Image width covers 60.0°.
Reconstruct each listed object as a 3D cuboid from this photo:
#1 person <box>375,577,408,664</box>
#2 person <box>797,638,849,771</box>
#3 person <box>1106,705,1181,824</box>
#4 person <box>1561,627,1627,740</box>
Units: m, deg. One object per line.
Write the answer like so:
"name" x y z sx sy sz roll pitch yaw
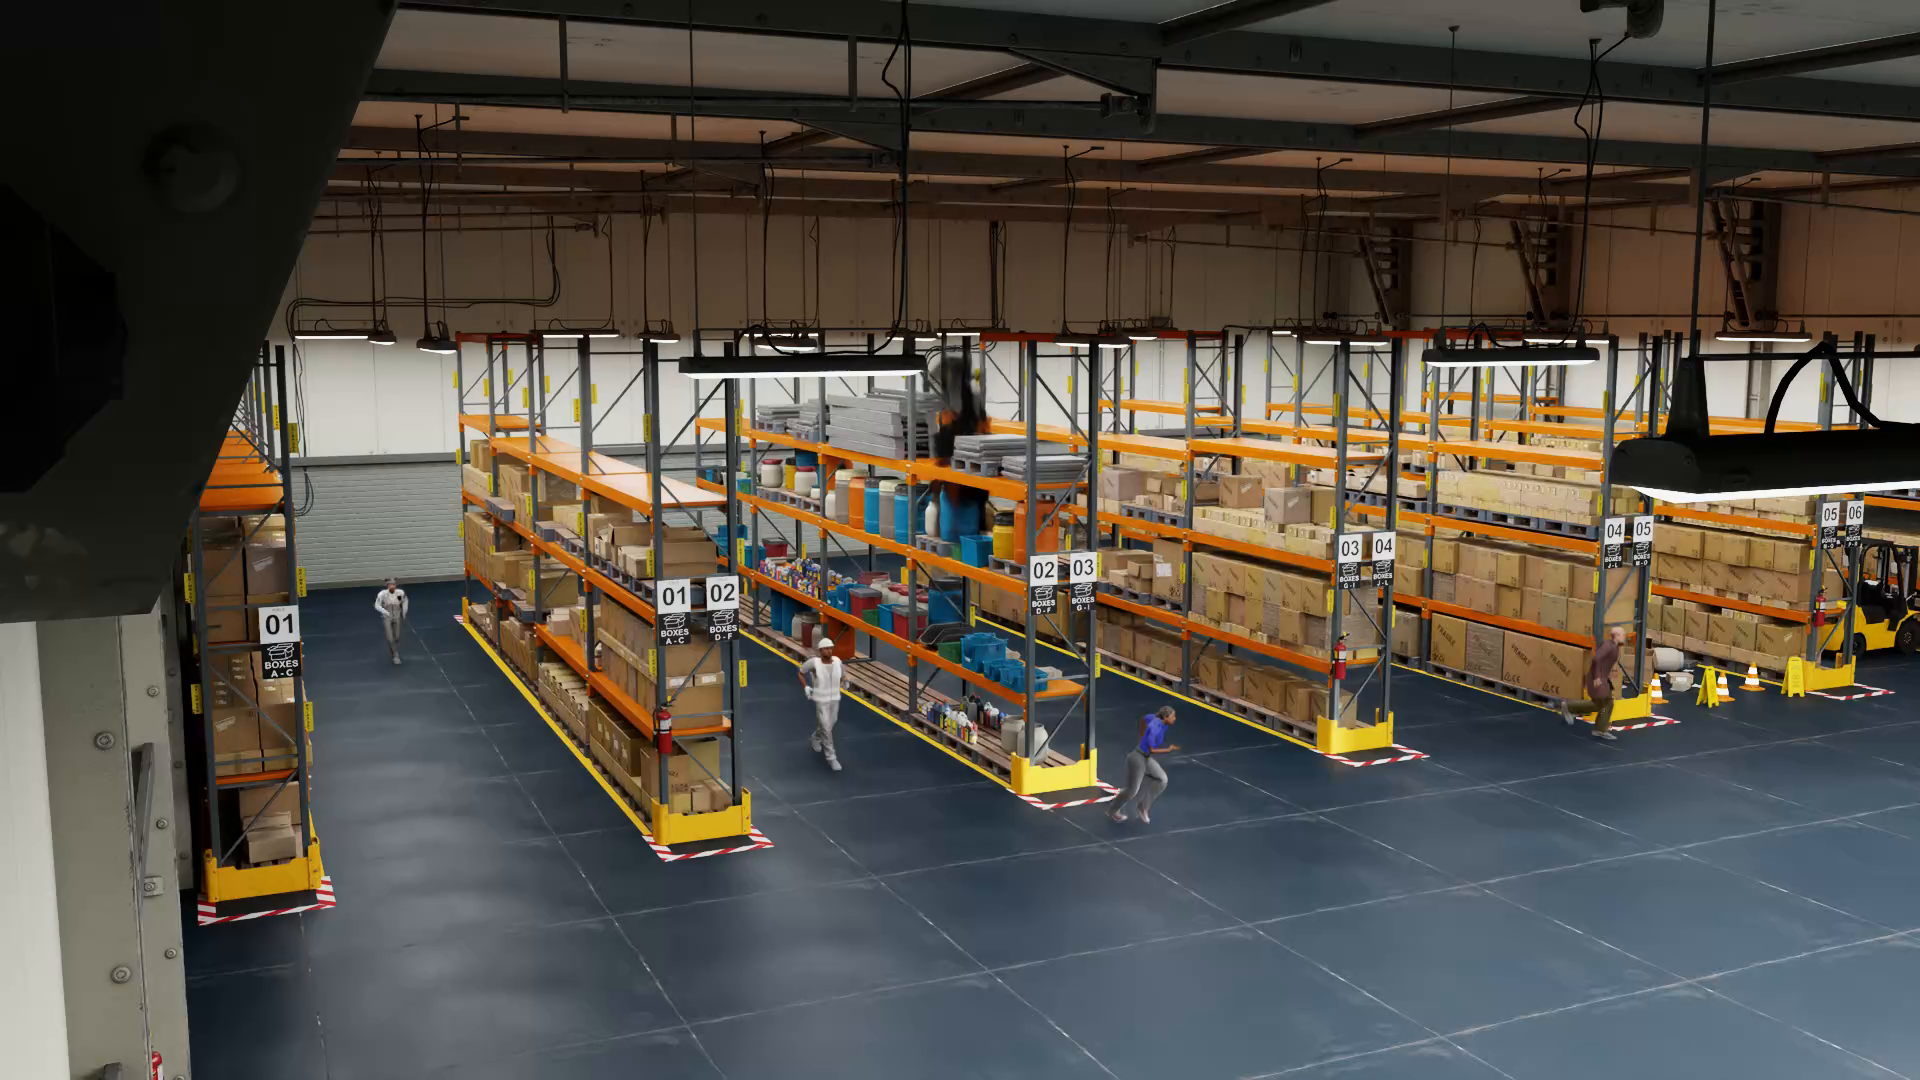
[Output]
"person" -10.377 1.448 30.405 0.603 1.630 0.697 -3 8 -24
"person" -1.889 2.276 23.500 0.671 1.794 0.949 -5 9 -33
"person" 2.305 2.791 20.808 0.940 1.539 0.606 2 8 16
"person" 9.550 2.135 25.093 0.878 1.725 0.711 3 8 20
